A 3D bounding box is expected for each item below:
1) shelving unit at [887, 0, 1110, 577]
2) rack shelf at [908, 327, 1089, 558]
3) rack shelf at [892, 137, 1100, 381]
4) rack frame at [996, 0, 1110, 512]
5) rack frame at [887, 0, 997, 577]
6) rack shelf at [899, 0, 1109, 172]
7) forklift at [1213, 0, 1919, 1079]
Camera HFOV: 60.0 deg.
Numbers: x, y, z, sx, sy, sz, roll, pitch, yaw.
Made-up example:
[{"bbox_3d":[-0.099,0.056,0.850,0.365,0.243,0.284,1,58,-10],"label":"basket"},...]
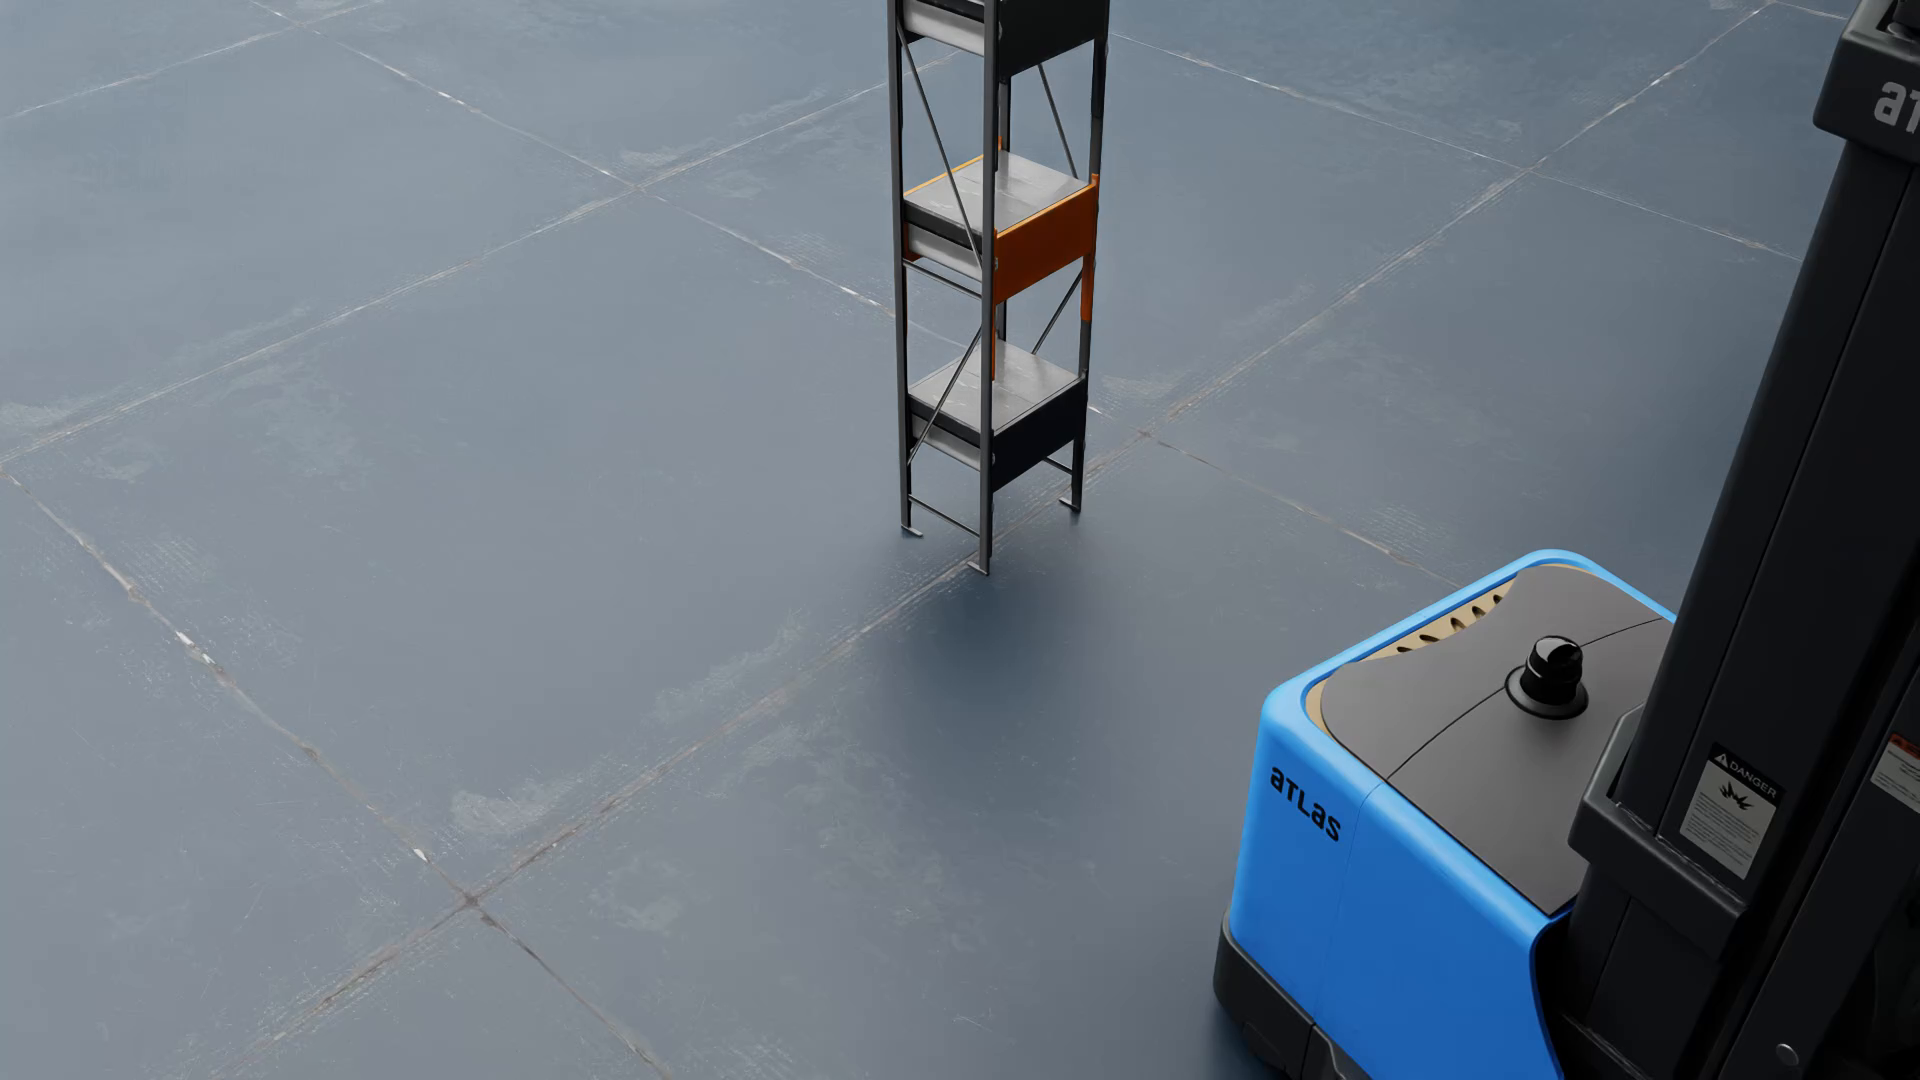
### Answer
[{"bbox_3d":[0.112,-0.898,5.192,0.431,2.100,0.503,30,47,32],"label":"shelving unit"},{"bbox_3d":[0.112,-0.339,5.636,0.431,0.518,0.480,30,47,32],"label":"rack shelf"},{"bbox_3d":[0.112,-0.887,5.201,0.431,0.518,0.480,30,47,32],"label":"rack shelf"},{"bbox_3d":[0.276,-1.010,5.333,0.400,2.100,0.015,30,47,32],"label":"rack frame"},{"bbox_3d":[-0.053,-0.786,5.051,0.400,2.100,0.015,30,47,32],"label":"rack frame"},{"bbox_3d":[0.112,-1.435,4.765,0.431,0.518,0.480,30,47,32],"label":"rack shelf"},{"bbox_3d":[1.887,0.617,2.619,1.130,2.935,3.031,-23,44,-26],"label":"forklift"}]
